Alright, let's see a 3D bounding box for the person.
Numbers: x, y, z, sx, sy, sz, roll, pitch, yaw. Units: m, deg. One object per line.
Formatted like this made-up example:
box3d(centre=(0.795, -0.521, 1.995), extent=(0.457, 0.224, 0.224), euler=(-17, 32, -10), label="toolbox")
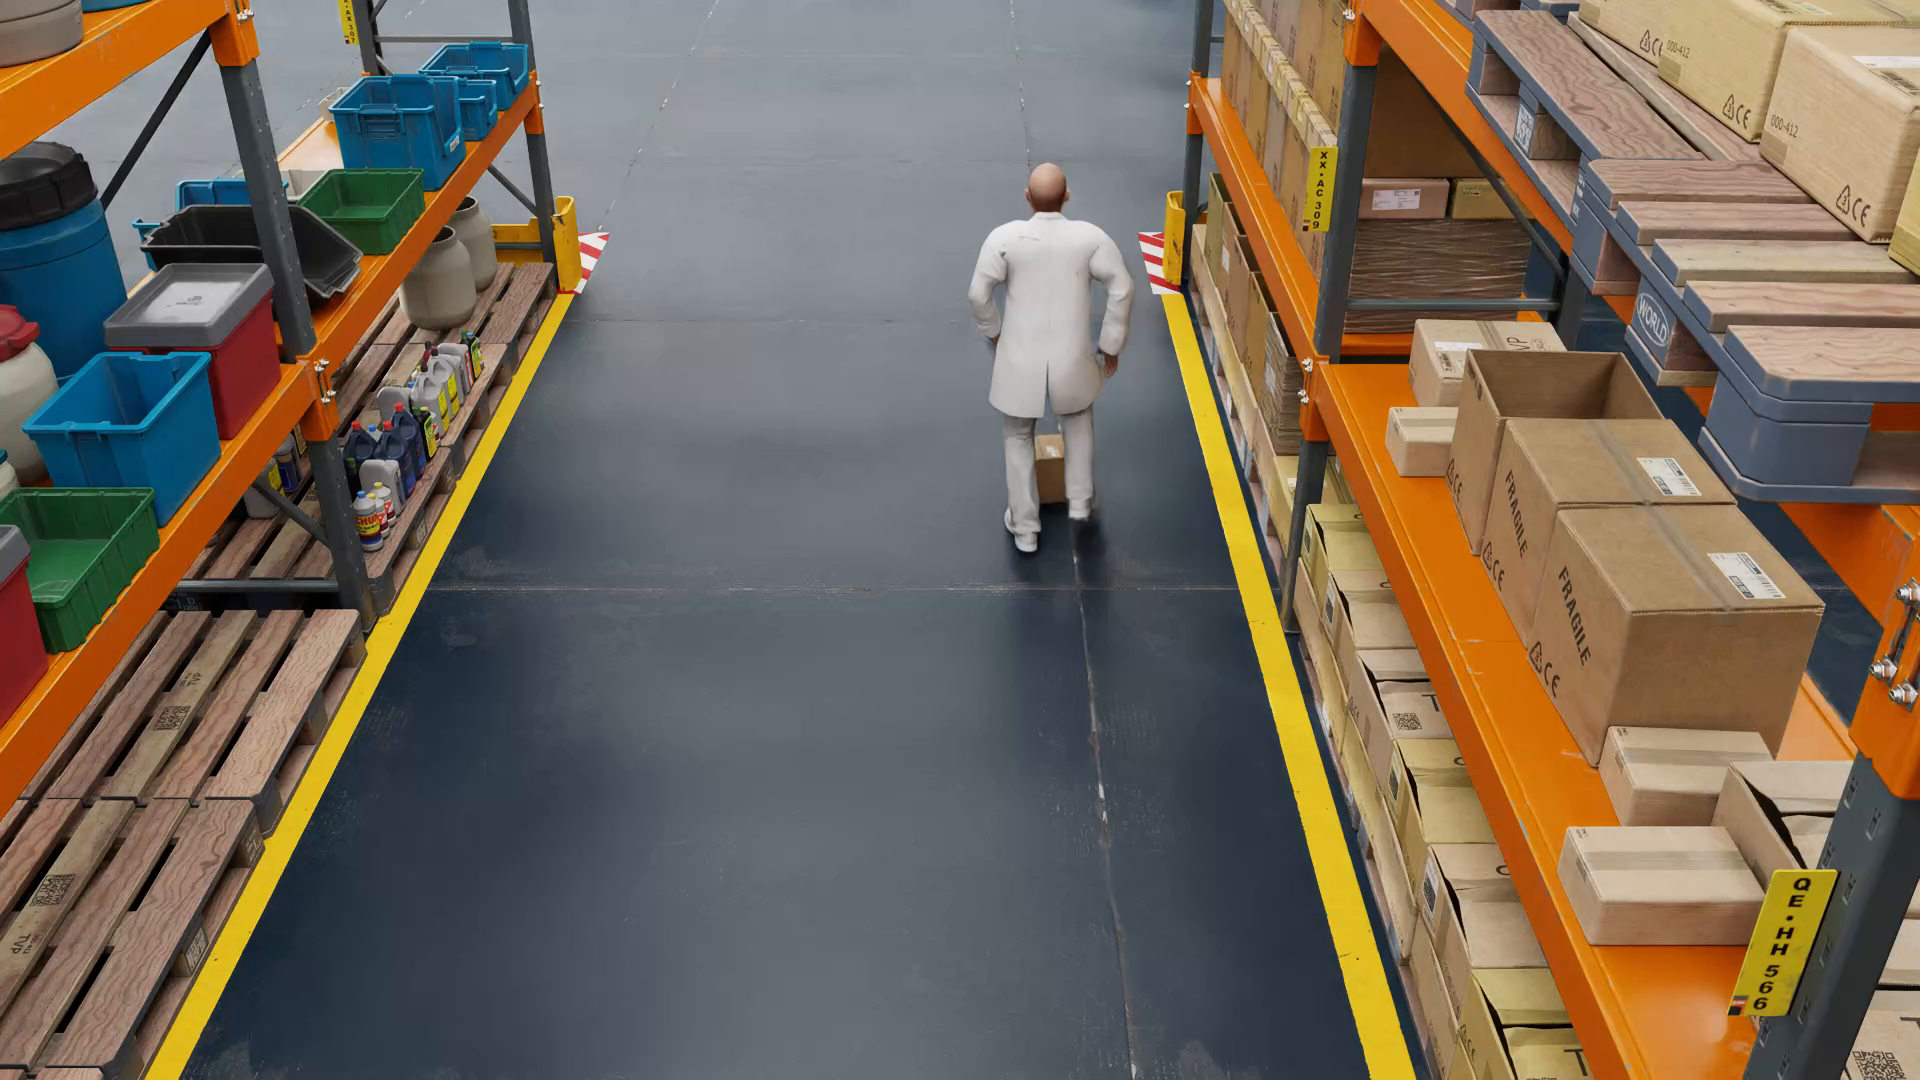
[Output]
box3d(centre=(0.407, -0.791, 7.610), extent=(0.738, 1.610, 0.637), euler=(-2, 31, -3), label="person")
